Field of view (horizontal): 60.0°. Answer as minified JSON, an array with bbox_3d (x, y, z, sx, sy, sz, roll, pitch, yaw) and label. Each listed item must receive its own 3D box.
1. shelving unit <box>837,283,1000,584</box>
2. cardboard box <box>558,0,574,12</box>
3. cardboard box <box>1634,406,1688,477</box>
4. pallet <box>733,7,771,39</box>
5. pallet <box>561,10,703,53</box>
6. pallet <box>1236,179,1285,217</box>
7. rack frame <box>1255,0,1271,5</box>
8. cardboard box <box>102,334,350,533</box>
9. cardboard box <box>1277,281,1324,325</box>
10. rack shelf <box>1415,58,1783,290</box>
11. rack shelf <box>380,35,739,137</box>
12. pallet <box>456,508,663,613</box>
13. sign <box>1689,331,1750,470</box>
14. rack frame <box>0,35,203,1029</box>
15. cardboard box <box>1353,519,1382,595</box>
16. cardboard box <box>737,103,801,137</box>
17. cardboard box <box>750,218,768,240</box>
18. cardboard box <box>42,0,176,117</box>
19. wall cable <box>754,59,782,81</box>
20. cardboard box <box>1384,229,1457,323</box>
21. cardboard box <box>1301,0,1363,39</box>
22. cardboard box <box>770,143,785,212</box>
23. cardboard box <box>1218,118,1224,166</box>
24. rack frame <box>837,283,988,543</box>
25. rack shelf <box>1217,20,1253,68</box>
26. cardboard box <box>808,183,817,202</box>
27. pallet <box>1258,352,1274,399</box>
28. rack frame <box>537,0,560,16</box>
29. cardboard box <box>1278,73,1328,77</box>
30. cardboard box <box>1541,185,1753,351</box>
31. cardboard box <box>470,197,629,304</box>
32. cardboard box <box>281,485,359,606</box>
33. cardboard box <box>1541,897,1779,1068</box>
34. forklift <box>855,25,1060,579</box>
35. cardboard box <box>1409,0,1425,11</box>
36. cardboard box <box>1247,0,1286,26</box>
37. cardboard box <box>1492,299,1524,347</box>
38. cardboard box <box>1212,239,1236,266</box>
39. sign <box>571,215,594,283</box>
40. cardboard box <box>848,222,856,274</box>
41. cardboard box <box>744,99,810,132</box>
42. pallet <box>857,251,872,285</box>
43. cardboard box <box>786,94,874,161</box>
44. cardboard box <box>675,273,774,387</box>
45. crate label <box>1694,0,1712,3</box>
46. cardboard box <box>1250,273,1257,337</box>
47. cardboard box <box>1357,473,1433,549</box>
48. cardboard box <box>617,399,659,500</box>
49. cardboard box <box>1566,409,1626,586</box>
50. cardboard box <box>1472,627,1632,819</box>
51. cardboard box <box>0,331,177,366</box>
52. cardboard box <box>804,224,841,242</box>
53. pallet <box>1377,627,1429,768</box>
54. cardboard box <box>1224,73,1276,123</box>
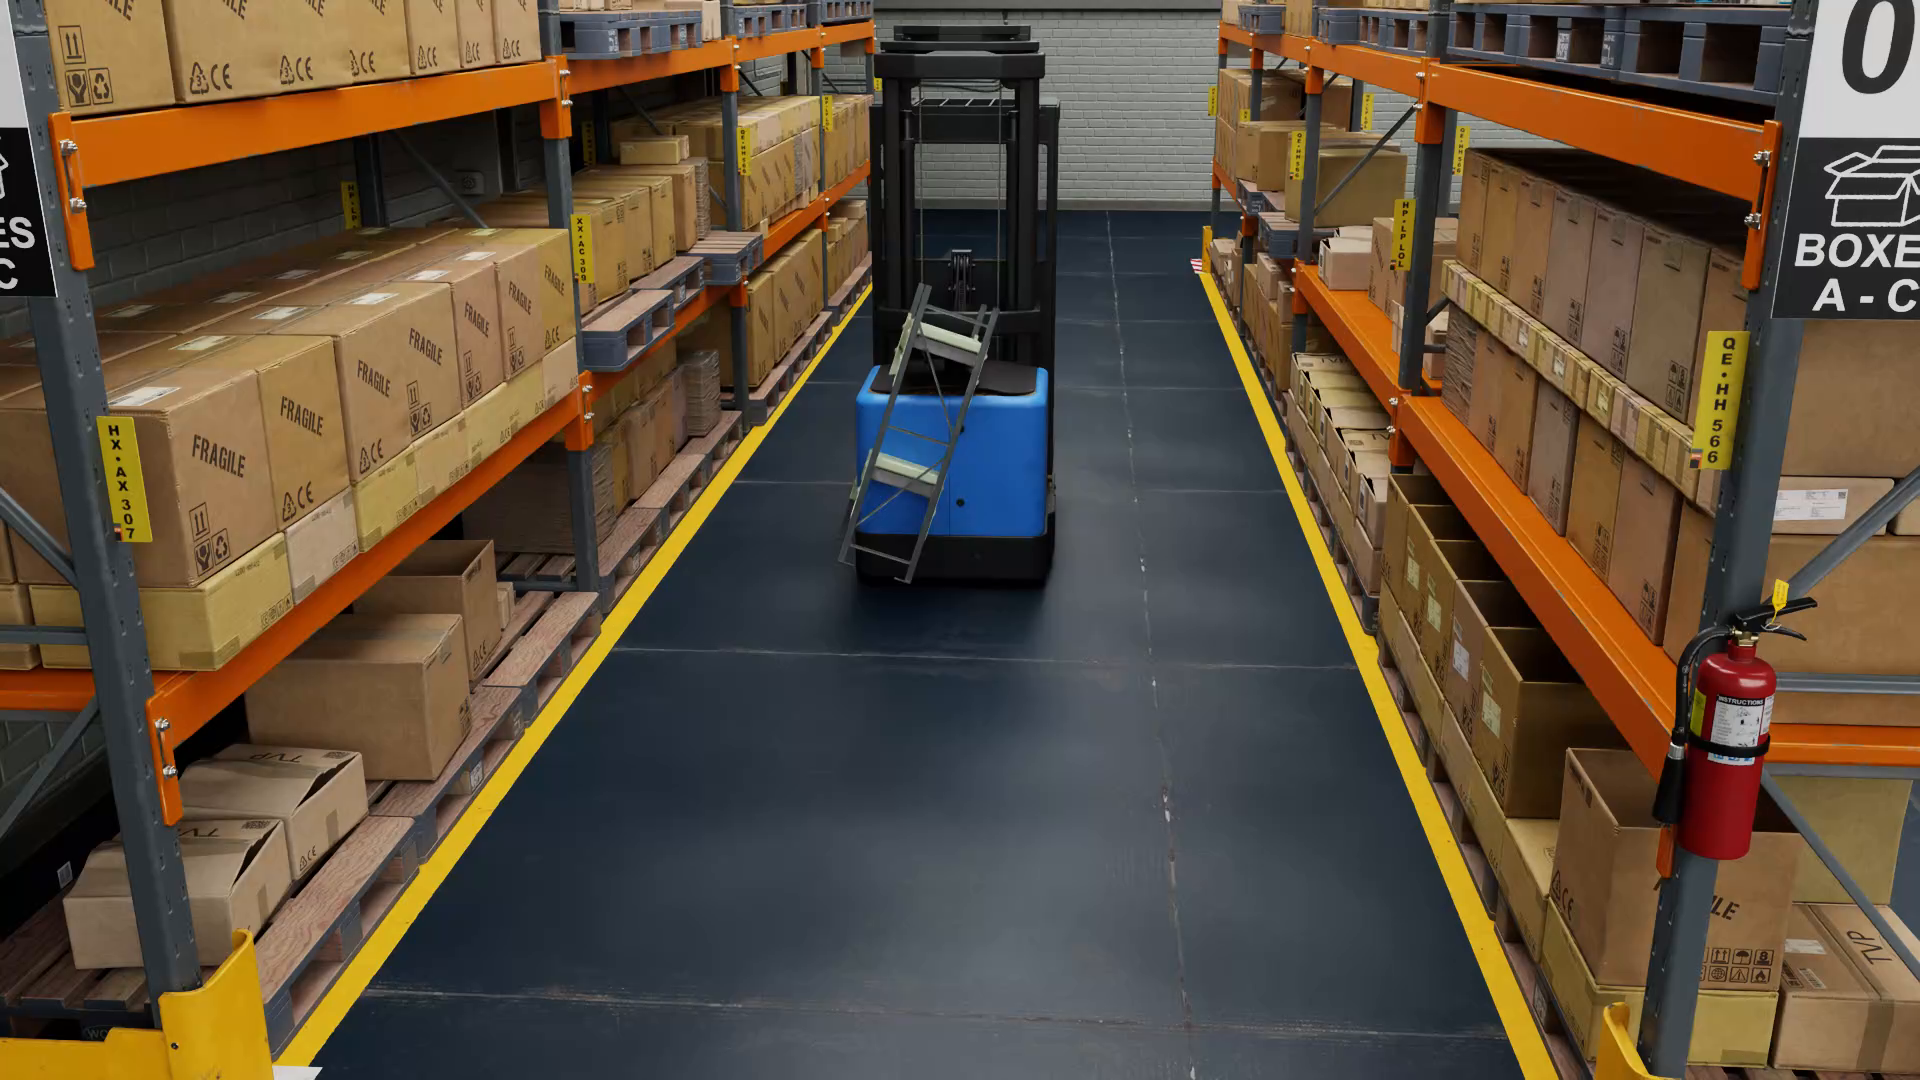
[{"bbox_3d":[-0.244,-0.596,8.945,0.431,1.500,0.755,17,8,-7],"label":"shelving unit"},{"bbox_3d":[-2.236,-2.834,8.102,0.500,0.500,0.500,4,19,12],"label":"cardboard box"},{"bbox_3d":[2.172,-0.281,4.762,0.380,0.149,0.250,1,18,3],"label":"cardboard box"},{"bbox_3d":[-2.075,-3.773,12.105,1.213,0.211,1.003,2,18,6],"label":"pallet"},{"bbox_3d":[-2.133,-2.841,9.261,1.213,0.211,1.003,1,18,4],"label":"pallet"},{"bbox_3d":[2.993,-3.032,14.666,1.003,0.211,1.213,1,18,4],"label":"pallet"},{"bbox_3d":[3.160,-6.220,14.452,1.000,3.000,0.127,1,18,4],"label":"rack frame"},{"bbox_3d":[-2.263,-0.341,5.150,0.500,0.500,0.500,1,18,4],"label":"cardboard box"},{"bbox_3d":[2.706,-1.817,12.755,0.500,0.250,0.500,2,18,6],"label":"cardboard box"},{"bbox_3d":[2.443,-1.346,5.553,1.077,0.370,4.000,1,18,4],"label":"rack shelf"},{"bbox_3d":[-2.212,-2.698,9.678,1.077,0.370,4.000,1,18,4],"label":"rack shelf"},{"bbox_3d":[-2.301,0.090,9.310,1.003,0.211,1.213,1,18,4],"label":"pallet"},{"bbox_3d":[1.759,-0.321,3.845,0.100,0.325,0.005,1,18,4],"label":"sign"},{"bbox_3d":[-2.642,0.249,4.346,1.000,3.000,0.127,1,18,4],"label":"rack frame"},{"bbox_3d":[2.327,0.088,8.579,0.500,0.250,0.500,1,18,3],"label":"cardboard box"},{"bbox_3d":[-1.643,-3.565,14.111,0.500,0.250,0.500,2,18,5],"label":"cardboard box"},{"bbox_3d":[-1.684,-2.382,12.746,0.380,0.149,0.250,2,18,6],"label":"cardboard box"},{"bbox_3d":[-2.369,-1.332,4.161,0.500,0.500,0.500,2,18,5],"label":"cardboard box"},{"bbox_3d":[-2.347,-5.622,20.632,0.084,1.984,1.851,1,18,4],"label":"wall cable"},{"bbox_3d":[2.731,-1.489,9.489,0.500,0.500,0.500,1,18,4],"label":"cardboard box"},{"bbox_3d":[2.870,-3.736,11.528,0.910,0.500,0.500,1,18,4],"label":"cardboard box"},{"bbox_3d":[-1.695,-2.896,13.273,0.500,0.500,0.500,1,18,4],"label":"cardboard box"},{"bbox_3d":[3.120,-4.366,18.270,0.500,0.500,0.500,1,18,3],"label":"cardboard box"},{"bbox_3d":[-0.270,-0.656,9.306,0.400,1.500,0.023,17,8,-7],"label":"rack frame"},{"bbox_3d":[3.303,-5.073,16.927,1.077,0.370,4.000,1,18,4],"label":"rack shelf"},{"bbox_3d":[-1.518,-3.178,15.176,0.380,0.149,0.250,2,18,5],"label":"cardboard box"},{"bbox_3d":[3.054,-1.410,13.888,1.003,0.211,1.213,1,18,4],"label":"pallet"},{"bbox_3d":[-2.355,-3.844,7.204,1.000,3.000,0.127,1,18,4],"label":"rack frame"},{"bbox_3d":[3.621,-4.671,17.595,0.500,0.500,0.500,2,18,5],"label":"cardboard box"},{"bbox_3d":[2.453,-0.943,5.738,0.700,0.500,0.500,1,18,4],"label":"cardboard box"},{"bbox_3d":[-2.237,-1.581,9.063,0.700,0.500,0.500,3,18,10],"label":"cardboard box"},{"bbox_3d":[-2.267,0.005,5.301,0.500,0.250,0.500,1,18,2],"label":"cardboard box"},{"bbox_3d":[2.043,1.292,4.904,0.500,0.250,0.500,1,18,4],"label":"cardboard box"},{"bbox_3d":[0.040,-1.589,10.064,1.130,2.935,3.031,1,18,3],"label":"forklift"},{"bbox_3d":[2.784,-3.030,9.103,0.500,0.250,0.500,0,18,-1],"label":"cardboard box"},{"bbox_3d":[2.929,-4.880,15.422,0.500,0.250,0.500,1,18,4],"label":"cardboard box"},{"bbox_3d":[2.302,-0.843,6.477,0.380,0.149,0.250,1,18,2],"label":"cardboard box"},{"bbox_3d":[3.089,-3.196,18.568,0.500,0.250,0.500,1,18,4],"label":"cardboard box"},{"bbox_3d":[-1.813,-1.395,7.973,0.100,0.325,0.005,1,18,4],"label":"sign"},{"bbox_3d":[-1.517,-3.201,18.214,0.700,0.500,0.500,1,18,2],"label":"cardboard box"},{"bbox_3d":[-1.606,-3.723,14.595,0.500,0.250,0.500,2,18,5],"label":"cardboard box"},{"bbox_3d":[-1.474,-3.145,19.183,1.003,0.211,1.213,1,18,4],"label":"pallet"},{"bbox_3d":[-1.521,-4.704,18.981,0.980,0.700,0.700,2,18,6],"label":"cardboard box"},{"bbox_3d":[-1.885,-1.639,12.887,0.750,0.750,0.750,1,18,3],"label":"cardboard box"},{"bbox_3d":[7.998,-5.575,17.541,0.408,0.251,0.502,1,18,4],"label":"crate label"},{"bbox_3d":[2.855,-2.079,14.759,0.500,0.500,0.500,2,18,5],"label":"cardboard box"},{"bbox_3d":[2.329,-0.176,8.483,0.500,0.311,0.500,1,18,4],"label":"cardboard box"},{"bbox_3d":[-2.255,-0.563,10.131,0.700,0.500,0.500,1,18,5],"label":"cardboard box"},{"bbox_3d":[2.420,-0.151,5.407,0.700,0.500,0.500,1,18,4],"label":"cardboard box"},{"bbox_3d":[2.098,0.625,5.736,0.500,0.500,0.500,1,18,4],"label":"cardboard box"},{"bbox_3d":[-2.774,-0.353,5.188,0.500,0.500,0.500,2,18,5],"label":"cardboard box"},{"bbox_3d":[-1.419,-3.130,16.957,0.380,0.149,0.250,2,18,6],"label":"cardboard box"},{"bbox_3d":[2.487,0.687,7.487,1.003,0.211,1.213,1,18,4],"label":"pallet"},{"bbox_3d":[3.081,-4.684,17.634,0.500,0.500,0.500,2,18,5],"label":"cardboard box"}]
